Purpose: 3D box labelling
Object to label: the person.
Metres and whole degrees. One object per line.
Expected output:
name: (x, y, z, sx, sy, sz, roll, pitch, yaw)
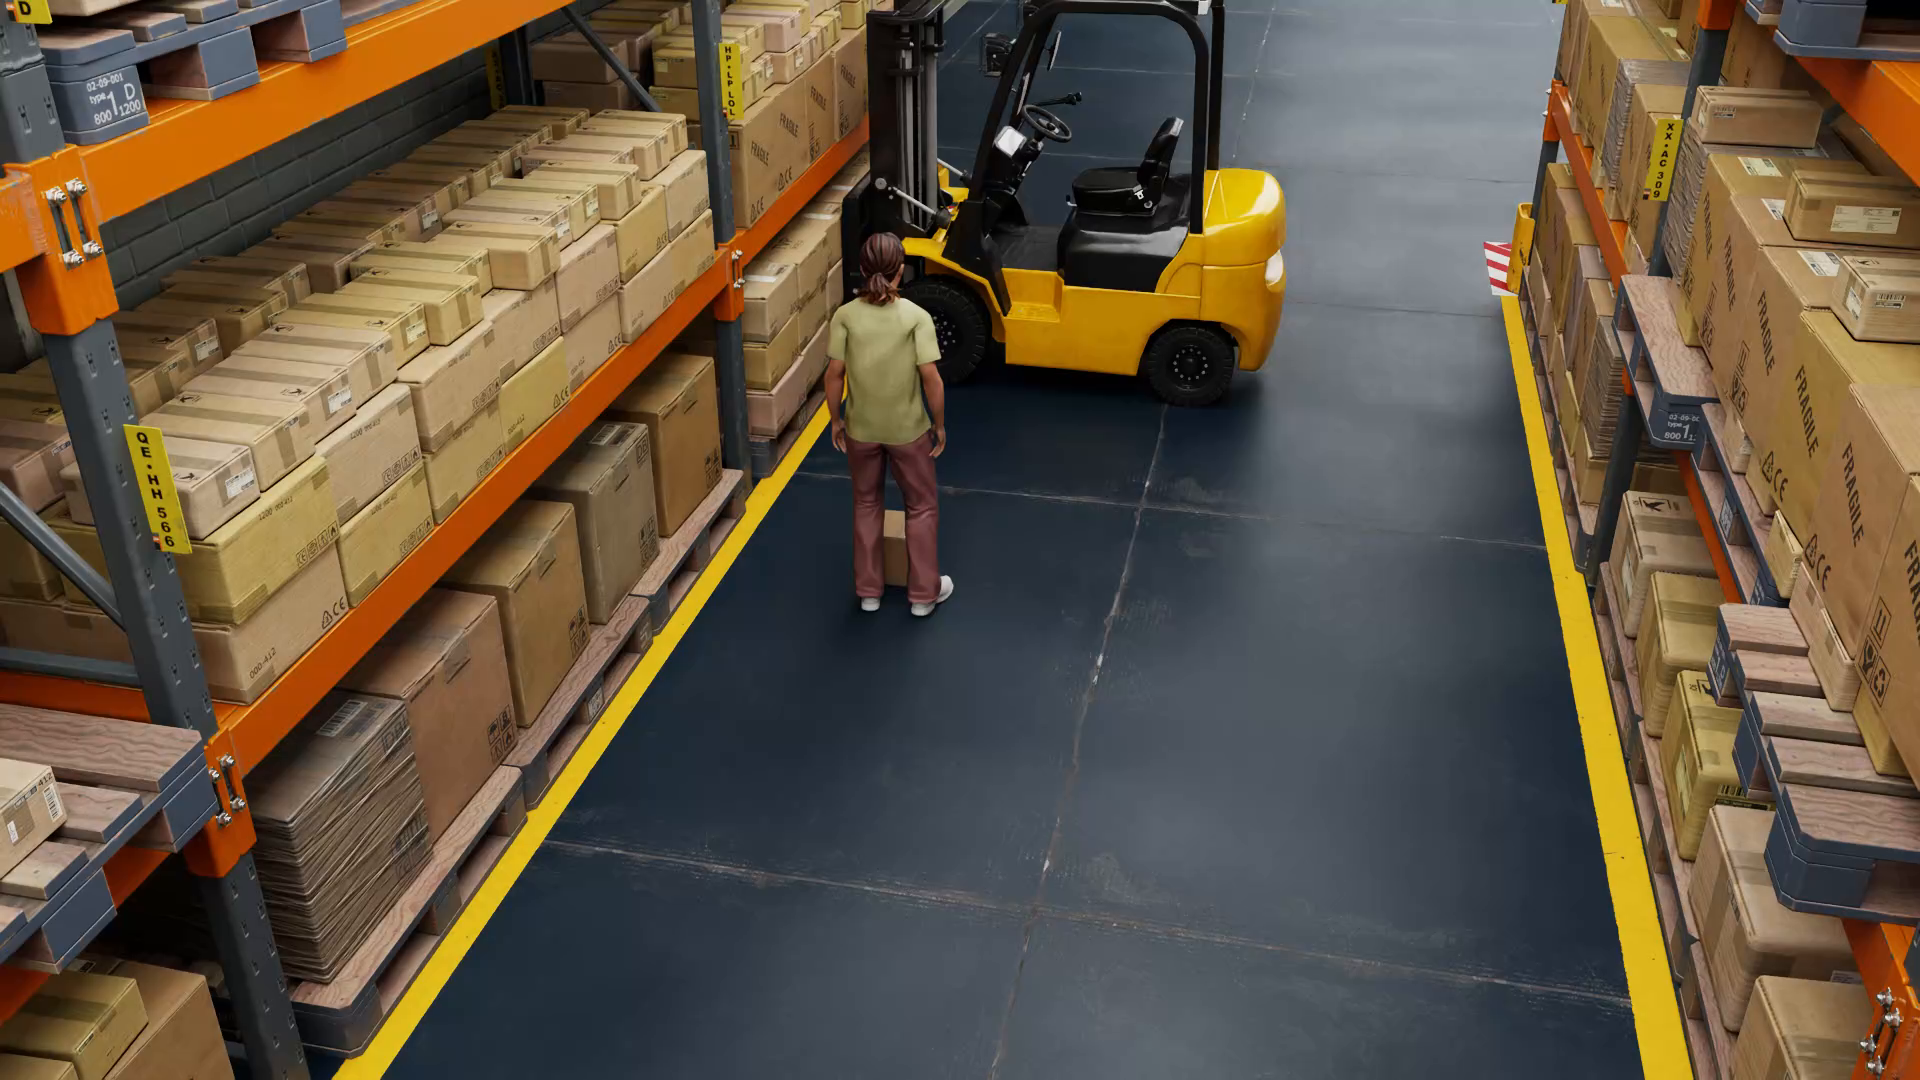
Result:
person: (-0.298, -0.463, 6.967, 0.502, 1.671, 0.364, 5, 29, 8)
